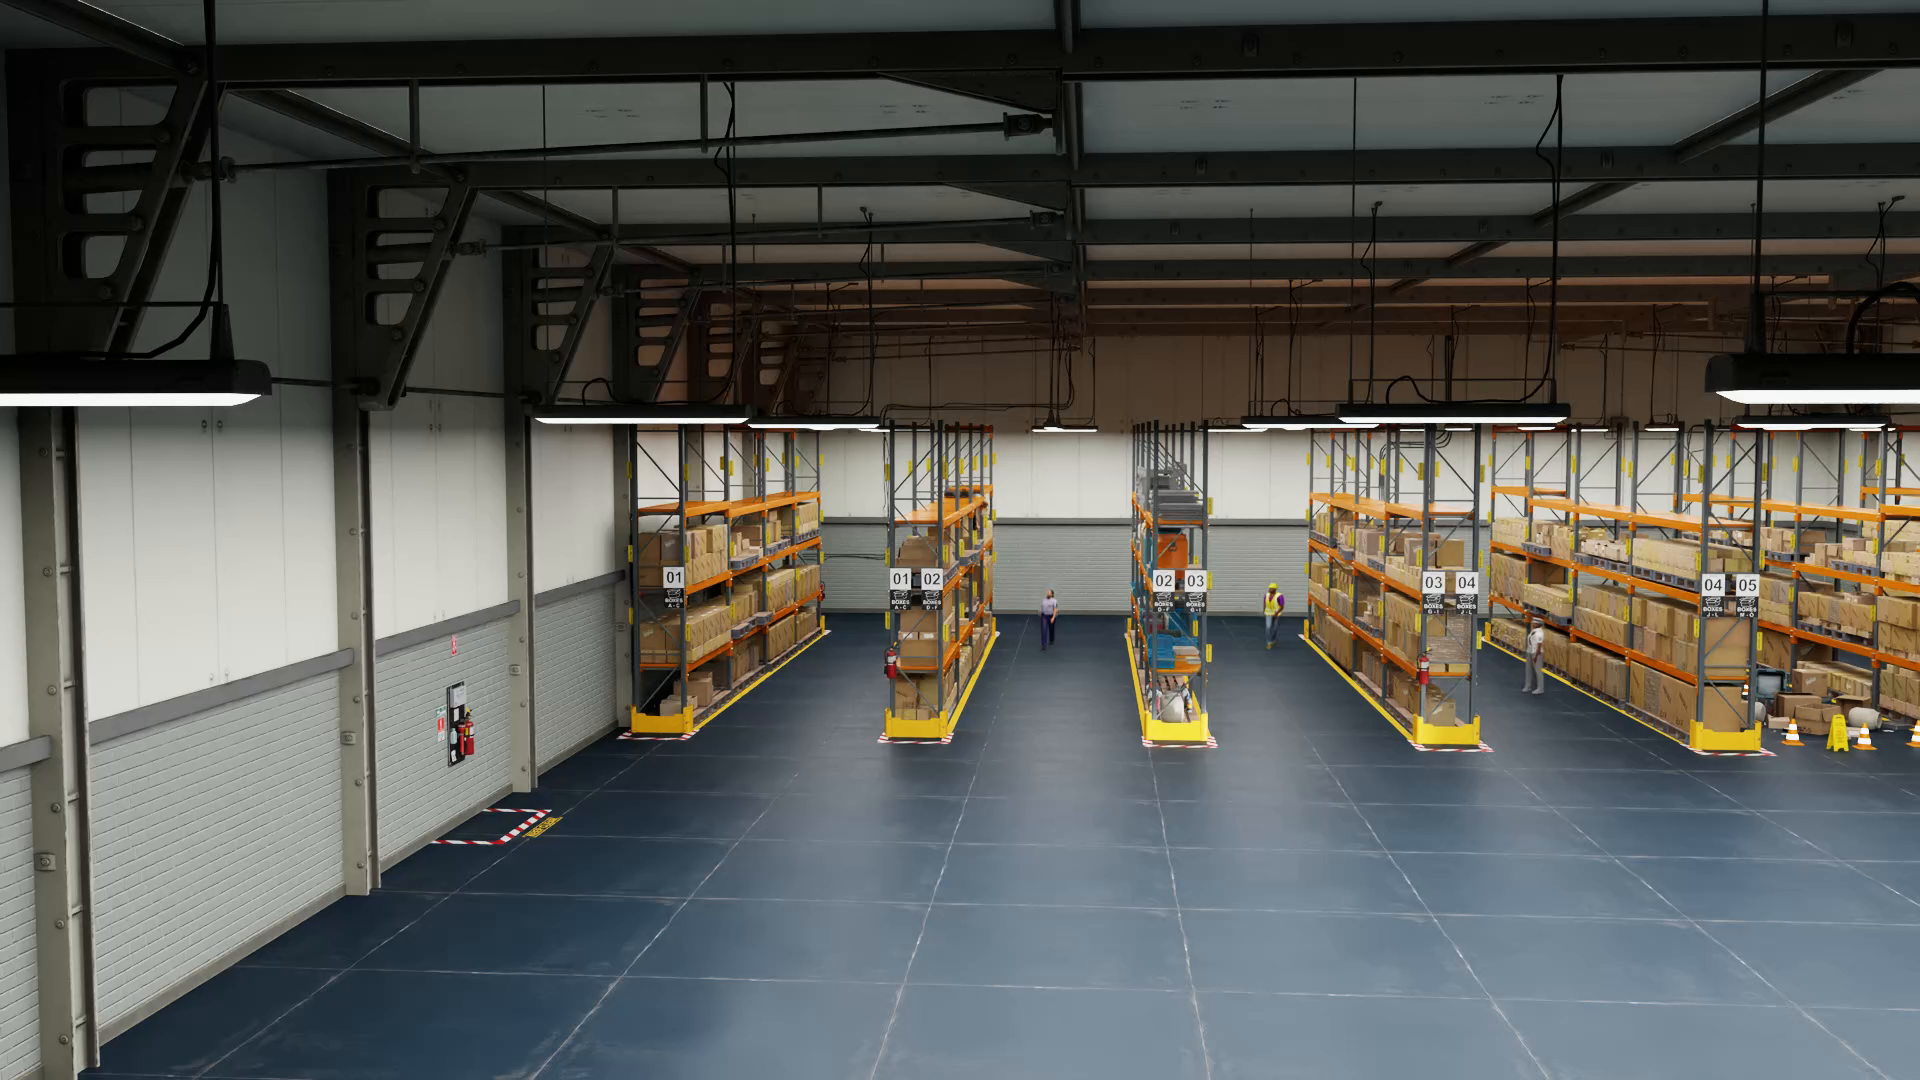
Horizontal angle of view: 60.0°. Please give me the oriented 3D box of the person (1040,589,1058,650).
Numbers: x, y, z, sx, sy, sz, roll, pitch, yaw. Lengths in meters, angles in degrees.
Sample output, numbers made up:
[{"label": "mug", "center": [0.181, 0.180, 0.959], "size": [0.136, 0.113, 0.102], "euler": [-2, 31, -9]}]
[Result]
[{"label": "person", "center": [2.347, 2.100, 44.062], "size": [0.474, 1.566, 0.894], "euler": [0, 4, -1]}]

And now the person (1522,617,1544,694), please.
[{"label": "person", "center": [12.744, 2.553, 36.938], "size": [0.412, 1.665, 0.509], "euler": [-1, 4, -15]}]

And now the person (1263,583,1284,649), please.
[{"label": "person", "center": [8.455, 2.043, 44.806], "size": [0.518, 1.769, 0.953], "euler": [0, 4, 7]}]
